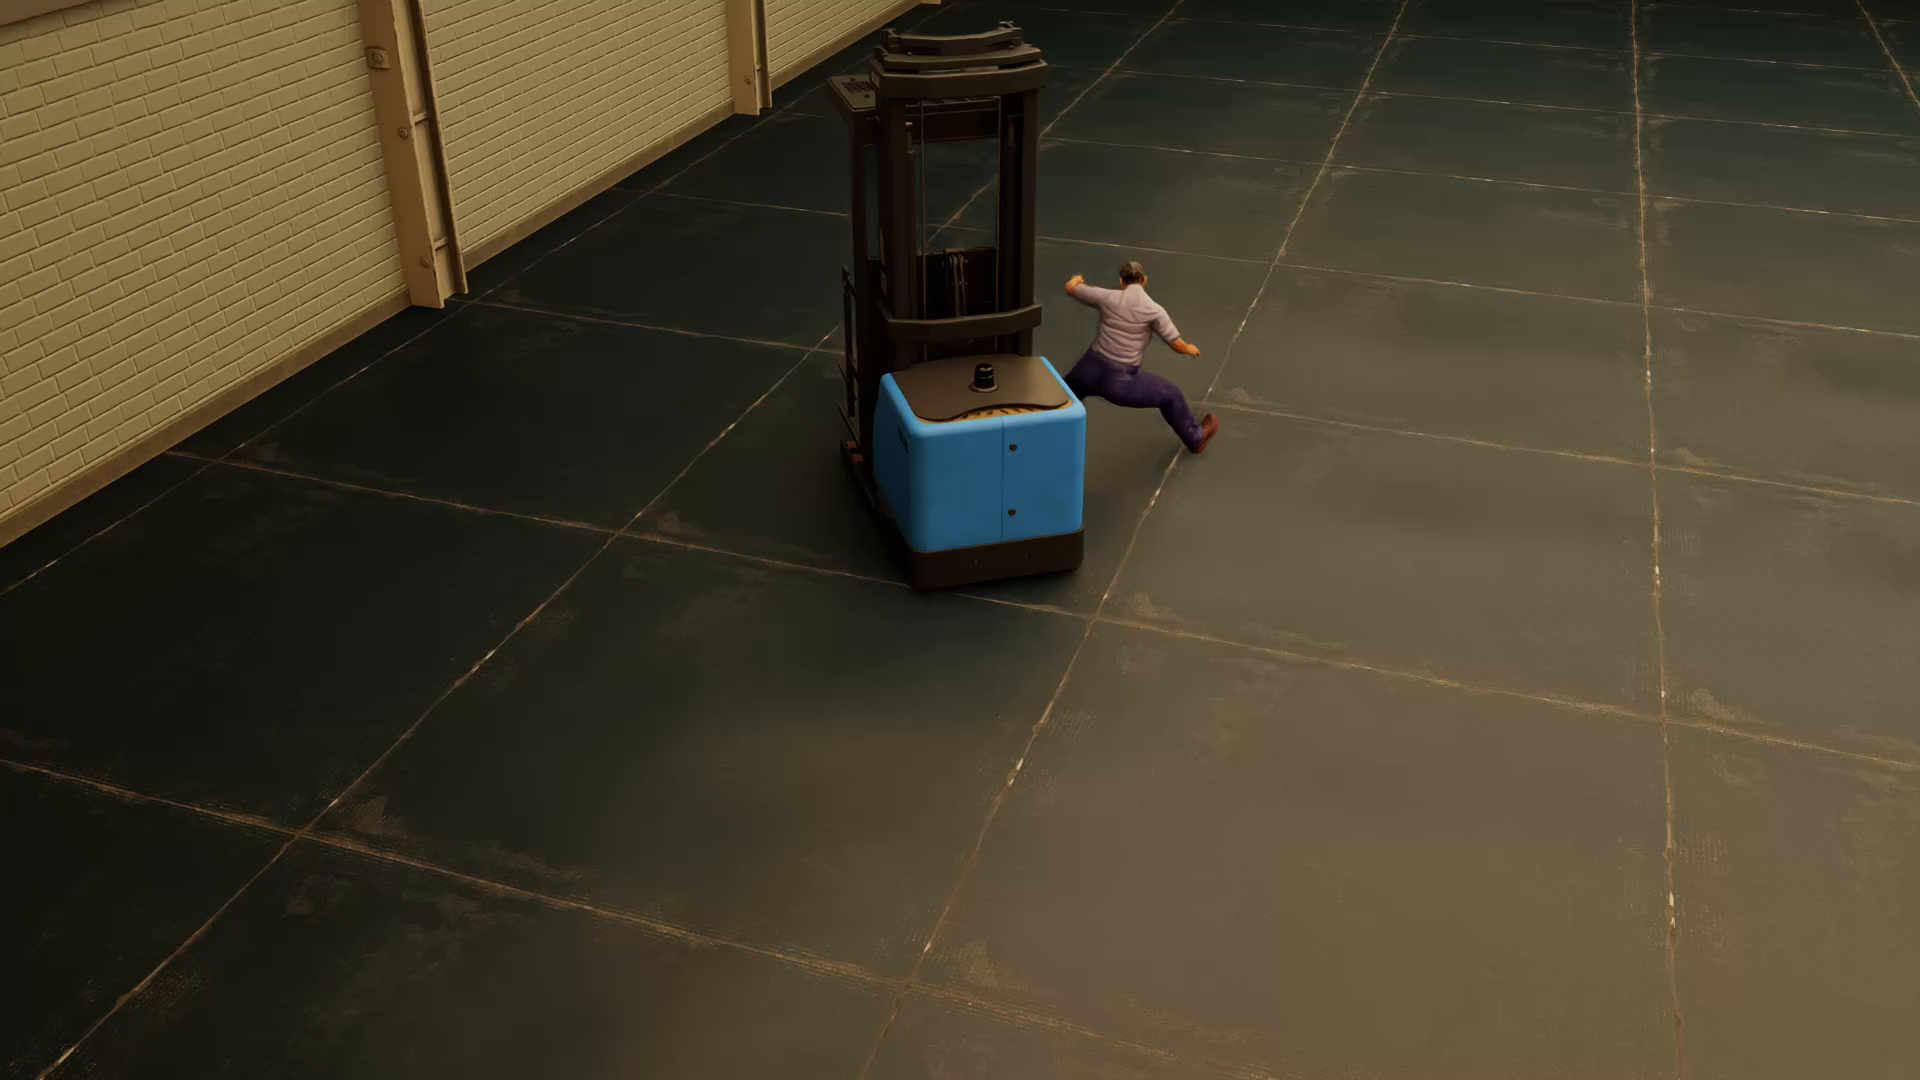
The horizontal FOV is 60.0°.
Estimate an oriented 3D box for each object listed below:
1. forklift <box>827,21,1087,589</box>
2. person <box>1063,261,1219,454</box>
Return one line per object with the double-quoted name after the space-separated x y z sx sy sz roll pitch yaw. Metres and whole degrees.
-0.158 -1.711 10.138 1.130 2.935 3.031 -8 31 -13 "forklift"
1.005 -1.173 10.835 1.240 1.320 0.863 15 33 24 "person"
